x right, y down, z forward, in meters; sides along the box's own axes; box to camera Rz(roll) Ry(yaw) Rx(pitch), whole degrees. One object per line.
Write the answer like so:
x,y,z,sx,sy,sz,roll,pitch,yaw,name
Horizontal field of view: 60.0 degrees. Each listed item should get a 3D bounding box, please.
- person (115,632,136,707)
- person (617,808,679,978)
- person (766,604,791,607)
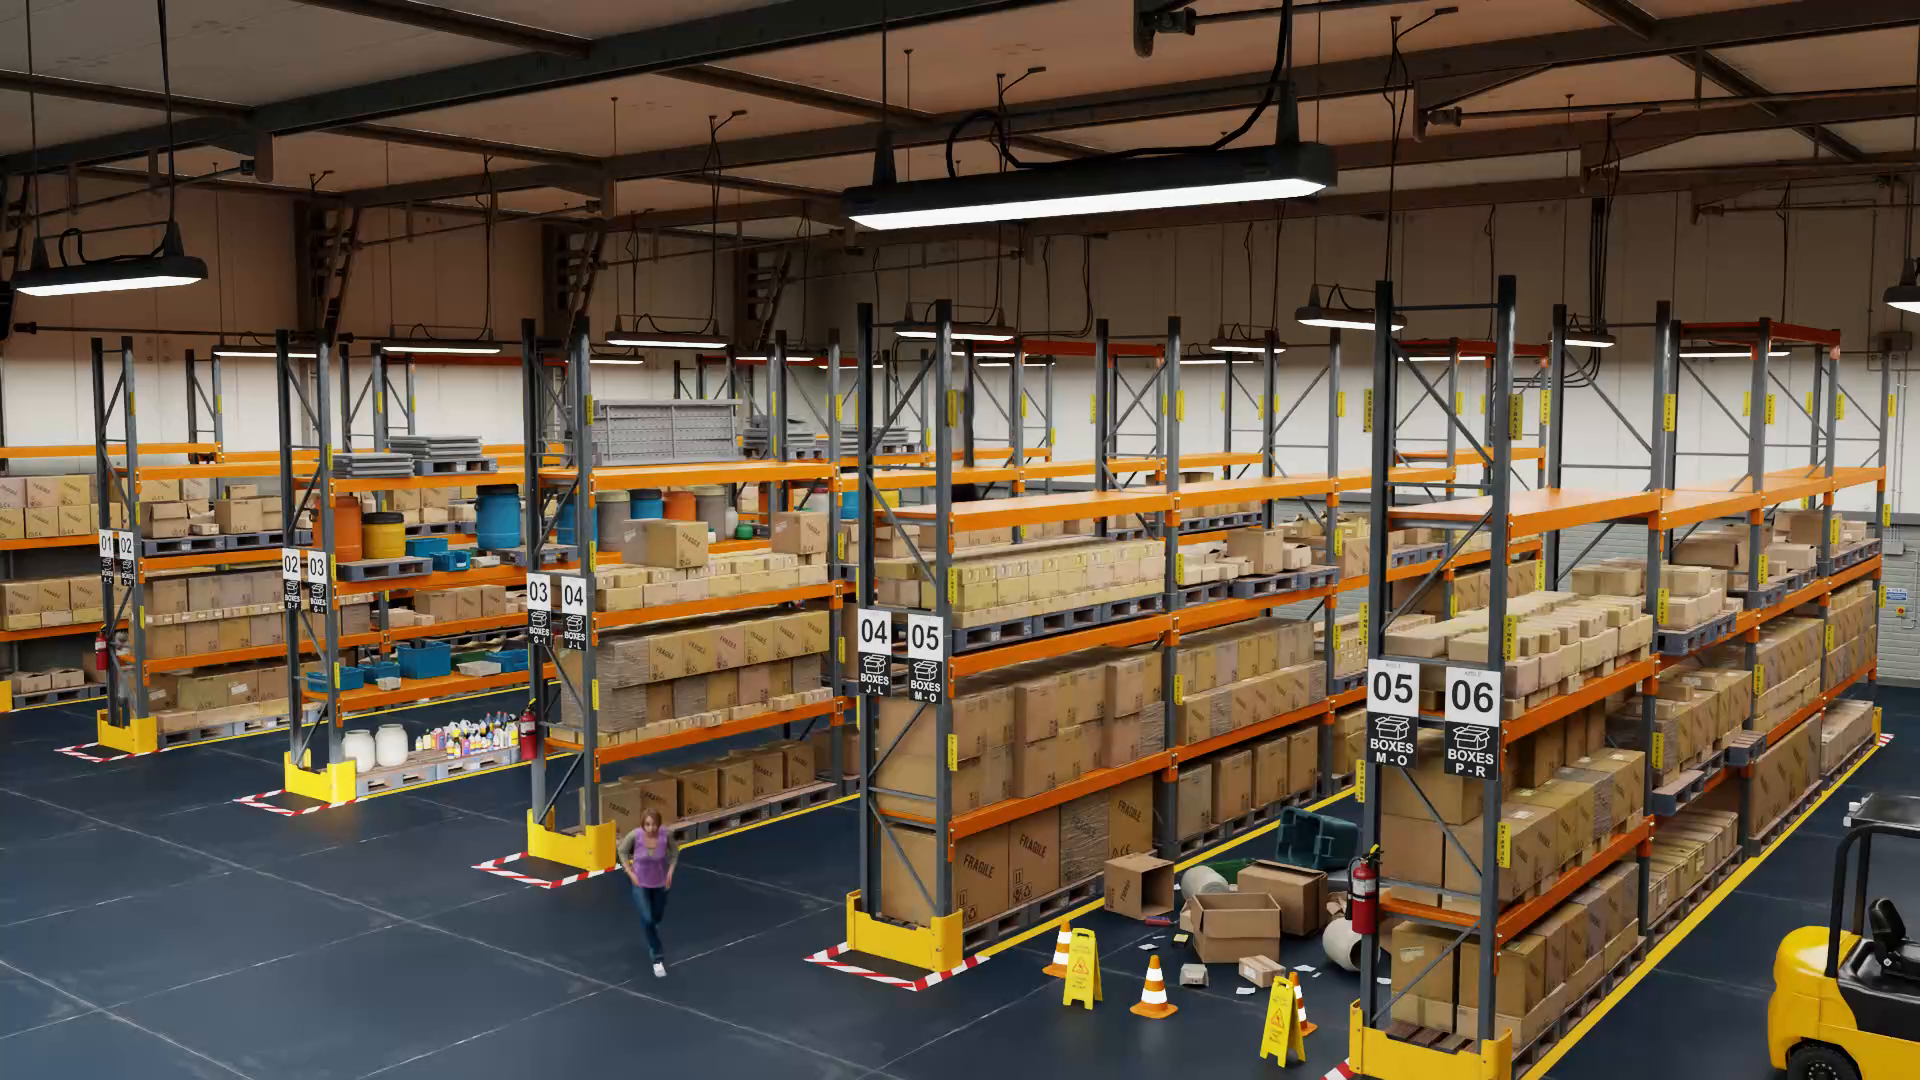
-13.046,2.151,26.082,0.636,1.496,0.859,1,5,13,person
-2.820,3.117,15.060,0.543,1.547,0.843,-1,5,-11,person
-3.351,1.643,30.966,0.608,1.674,0.845,3,6,34,person
